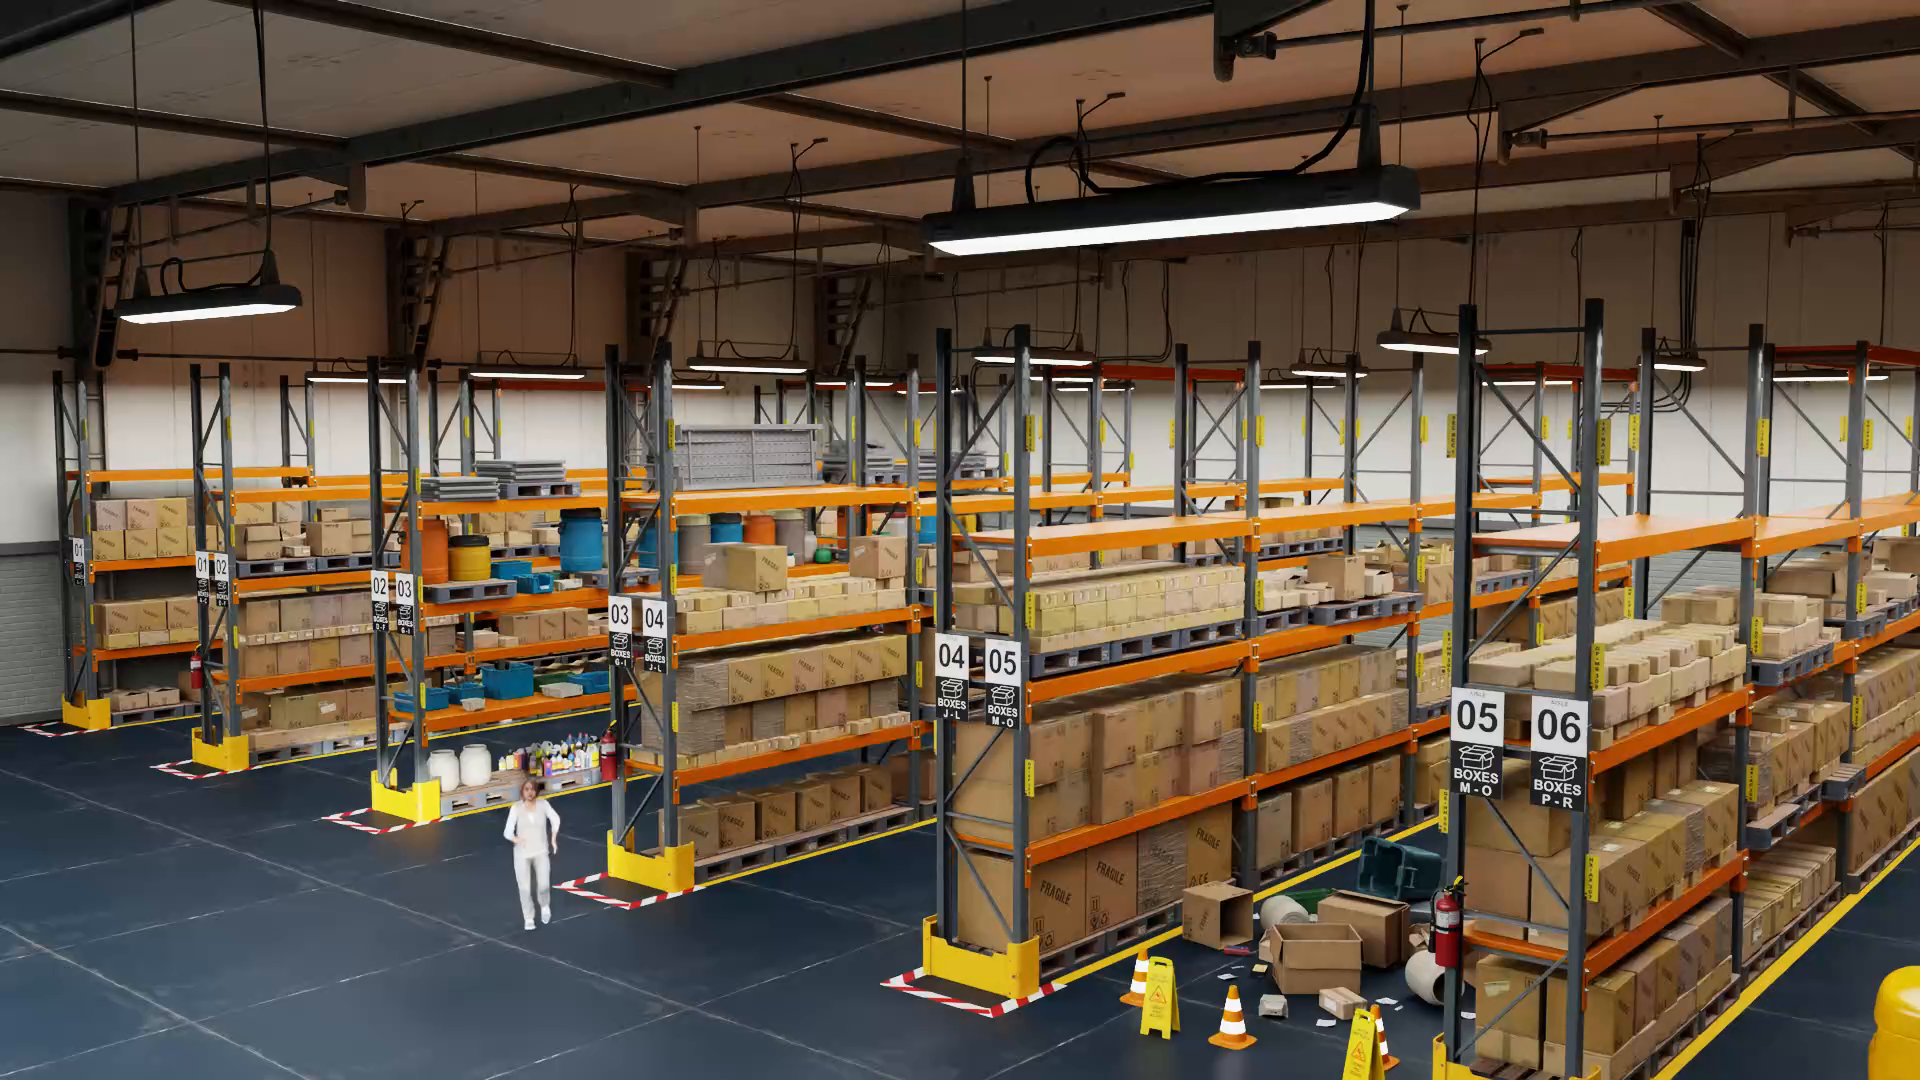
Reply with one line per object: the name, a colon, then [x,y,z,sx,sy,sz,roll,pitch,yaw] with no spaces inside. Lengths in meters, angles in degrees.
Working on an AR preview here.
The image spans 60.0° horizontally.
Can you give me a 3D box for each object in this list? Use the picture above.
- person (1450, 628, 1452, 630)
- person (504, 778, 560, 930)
person: [8.083,2.288,27.208,0.637,1.772,0.980,3,5,37]
person: [-4.293,3.174,16.713,0.550,1.553,0.579,-1,4,-16]
